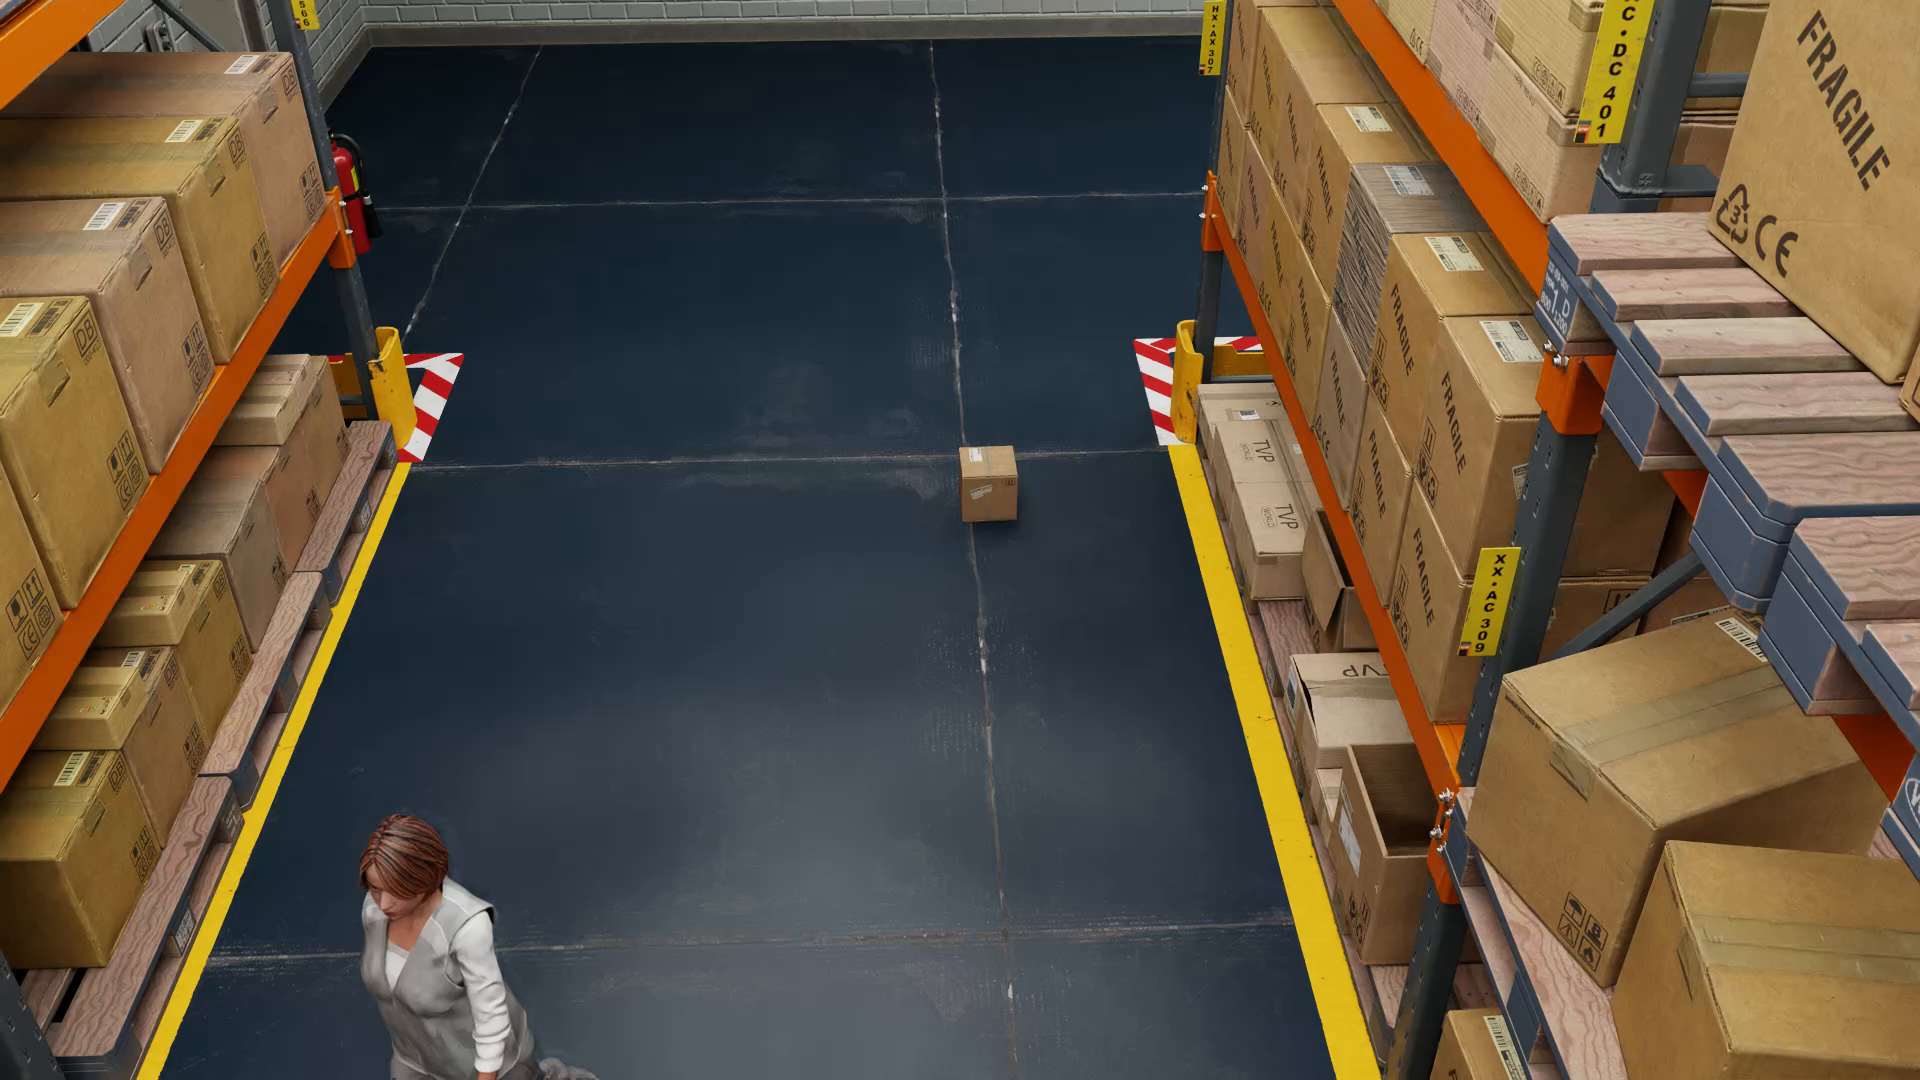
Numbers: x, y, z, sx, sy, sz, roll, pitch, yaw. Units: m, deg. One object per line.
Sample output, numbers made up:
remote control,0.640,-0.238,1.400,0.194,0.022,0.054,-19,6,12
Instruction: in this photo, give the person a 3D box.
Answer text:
person,-1.324,1.326,4.292,0.453,1.539,0.938,14,38,18
